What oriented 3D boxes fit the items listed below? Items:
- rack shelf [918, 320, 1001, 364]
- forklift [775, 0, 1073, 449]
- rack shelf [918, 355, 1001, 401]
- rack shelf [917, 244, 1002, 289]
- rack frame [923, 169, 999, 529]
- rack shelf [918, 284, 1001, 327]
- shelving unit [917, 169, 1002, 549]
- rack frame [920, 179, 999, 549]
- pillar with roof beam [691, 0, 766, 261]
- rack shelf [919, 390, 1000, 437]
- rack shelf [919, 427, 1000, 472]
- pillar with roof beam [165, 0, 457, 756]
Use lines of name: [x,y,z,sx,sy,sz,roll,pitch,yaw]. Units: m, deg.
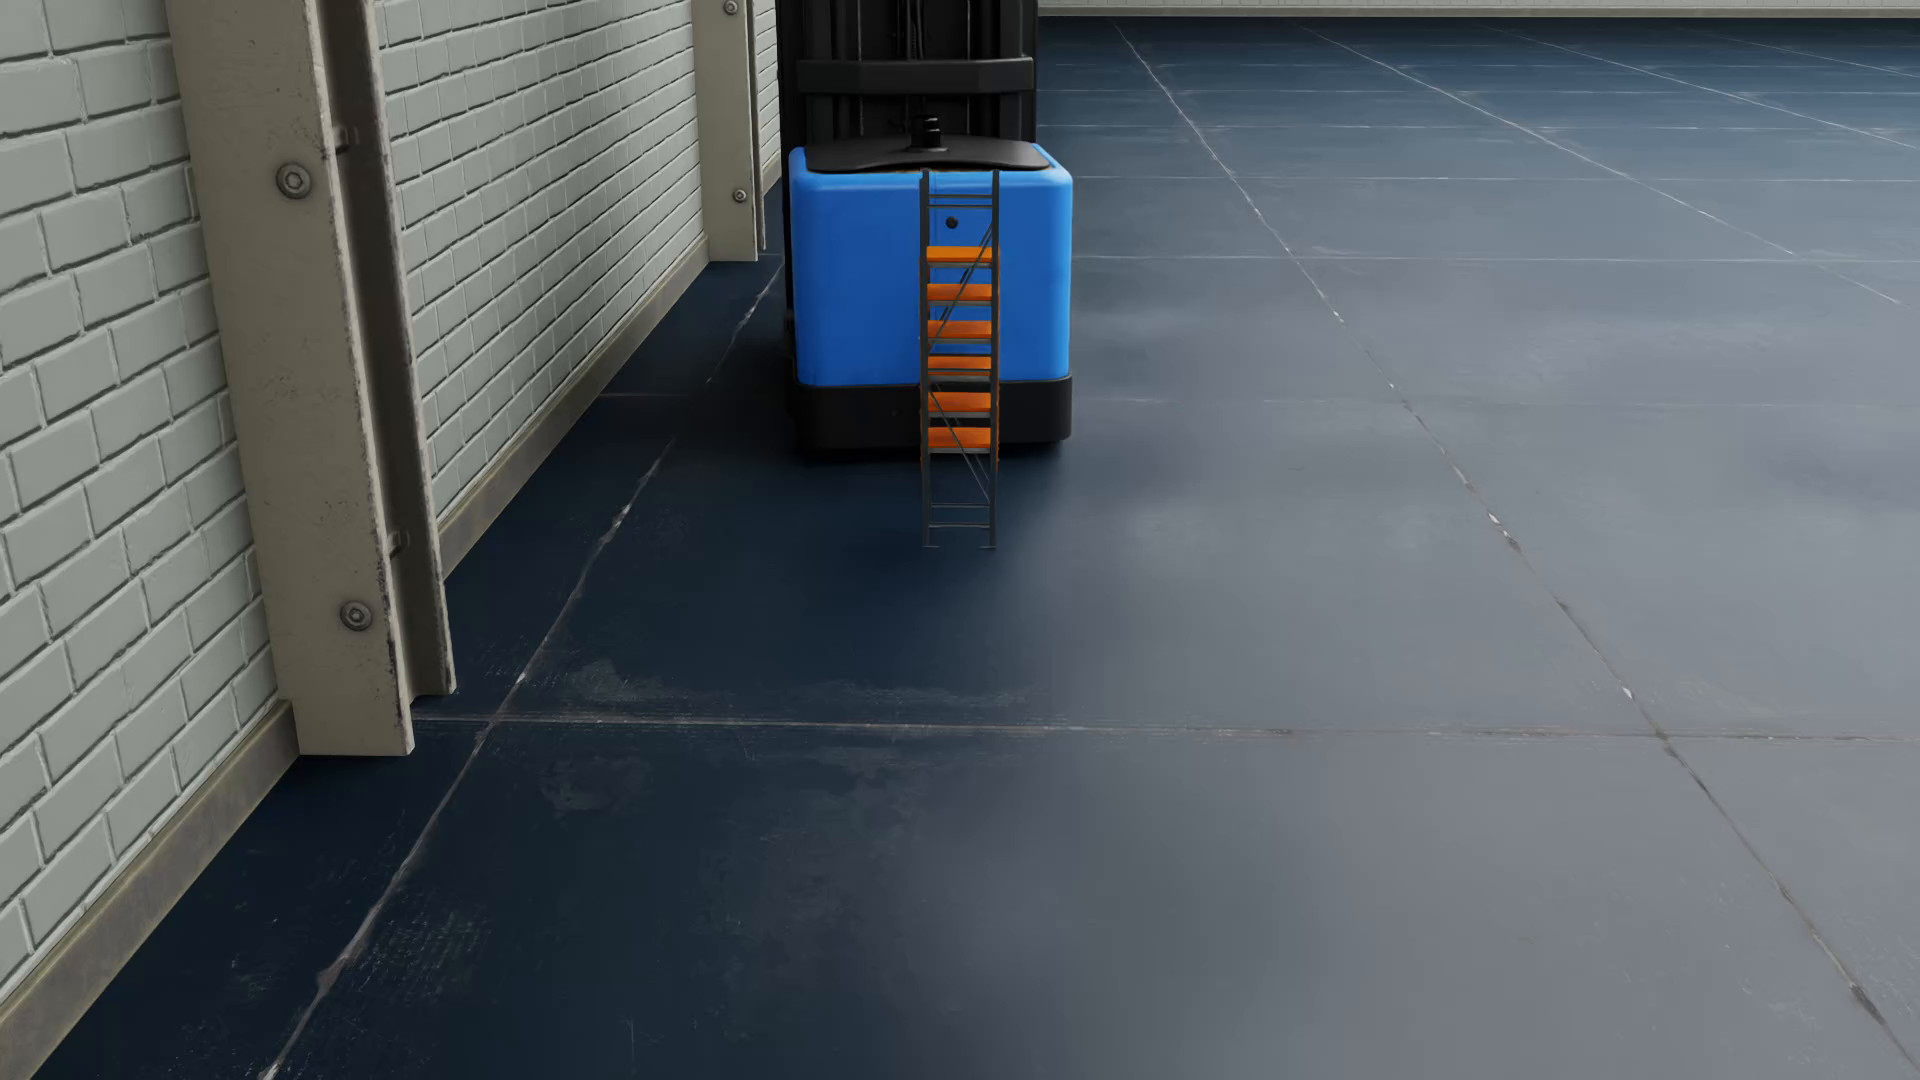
rack shelf: [0.000,-0.635,5.298,0.258,0.103,0.180,1,21,2]
forklift: [-0.247,-2.198,7.142,1.130,2.935,3.031,-2,21,-6]
rack shelf: [0.000,-0.523,5.341,0.258,0.103,0.180,1,21,2]
rack shelf: [0.000,-0.859,5.211,0.258,0.103,0.180,1,21,2]
rack frame: [0.003,-0.598,5.411,0.240,1.200,0.006,1,21,2]
rack shelf: [0.000,-0.747,5.255,0.258,0.103,0.180,1,21,2]
shelving unit: [0.000,-0.565,5.325,0.258,1.200,0.189,1,21,2]
rack frame: [-0.002,-0.532,5.240,0.240,1.200,0.006,1,21,2]
pillar with roof beam: [2.962,-5.853,8.173,9.100,9.000,0.400,1,21,2]
rack shelf: [0.000,-0.411,5.385,0.258,0.103,0.180,1,21,2]
rack shelf: [0.000,-0.299,5.428,0.258,0.103,0.180,1,21,2]
pillar with roof beam: [2.779,-3.684,2.582,9.100,9.000,0.400,1,21,2]
